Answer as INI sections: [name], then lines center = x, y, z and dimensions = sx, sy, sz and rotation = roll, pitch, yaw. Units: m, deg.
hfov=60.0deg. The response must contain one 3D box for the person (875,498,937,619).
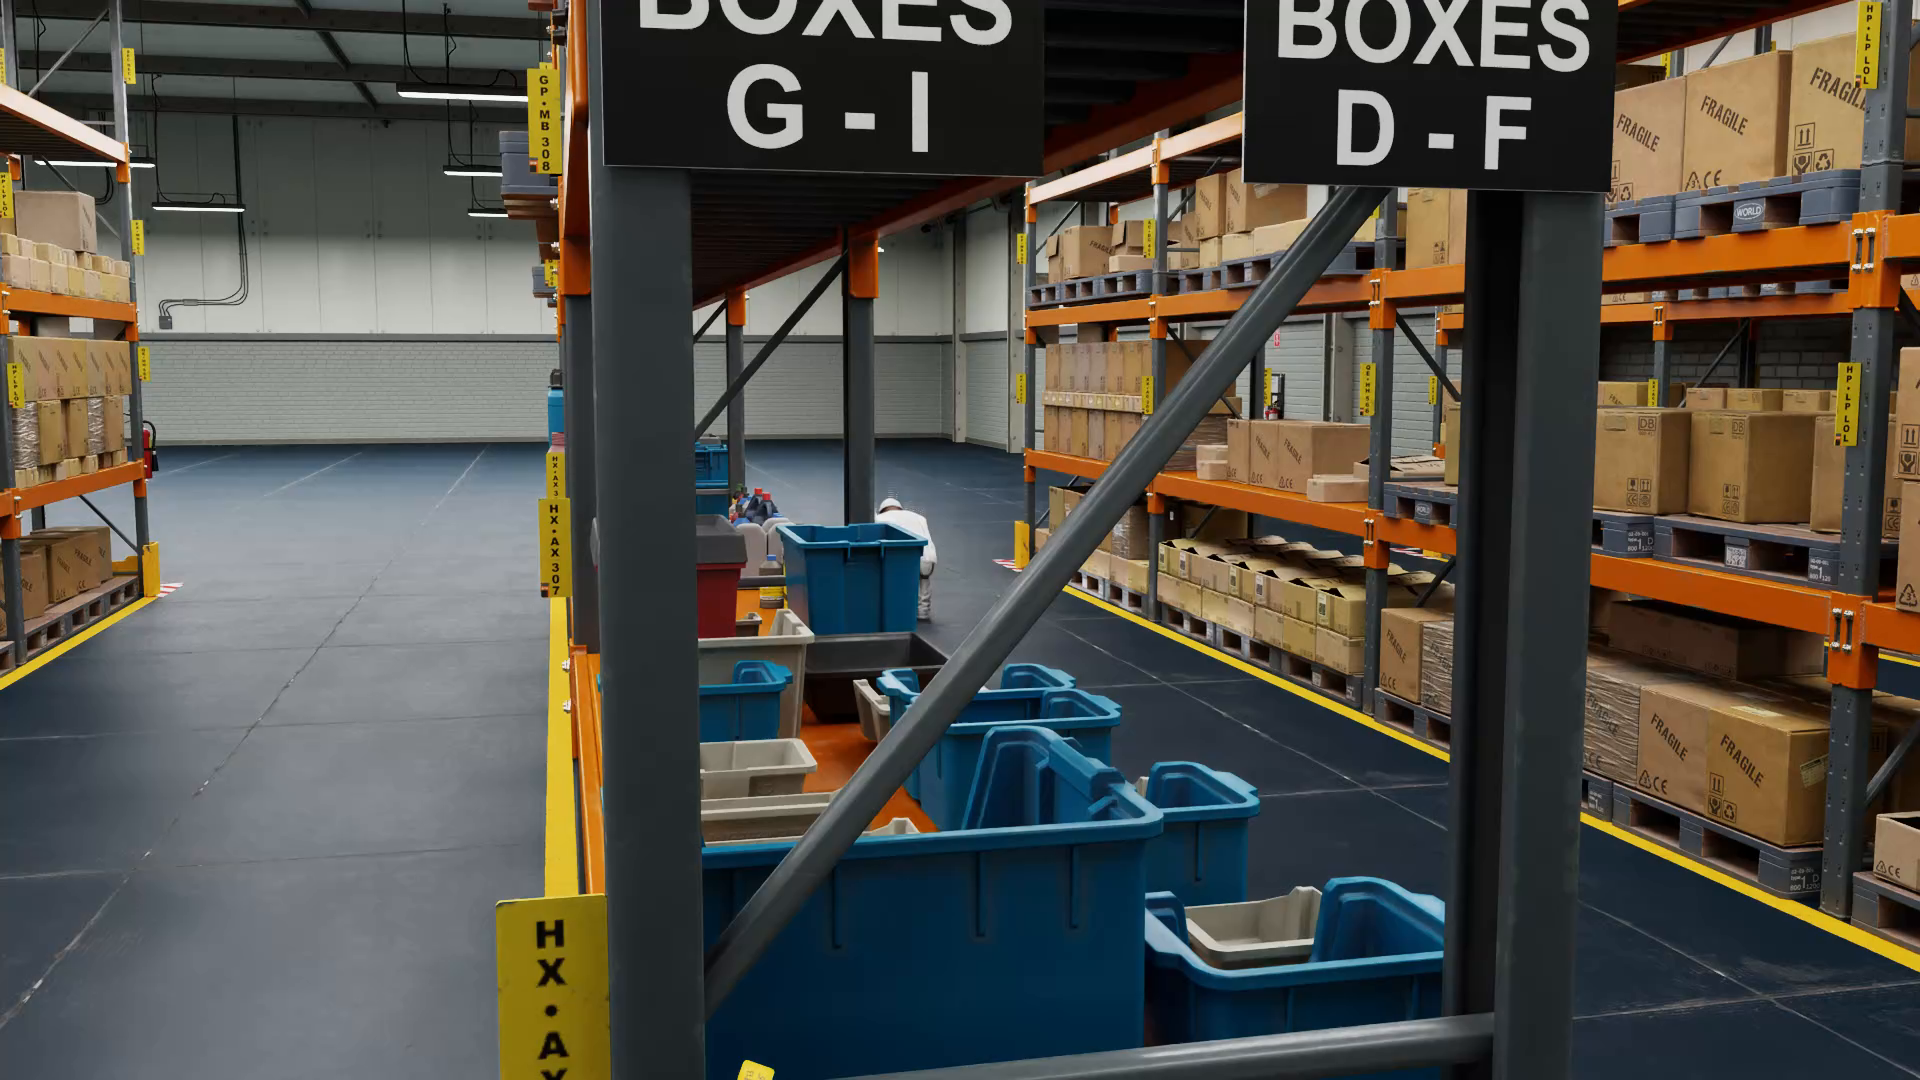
[person]
center = -0.527, 0.170, 14.762
dimensions = 0.572, 1.038, 0.903
rotation = -2, 6, -14
